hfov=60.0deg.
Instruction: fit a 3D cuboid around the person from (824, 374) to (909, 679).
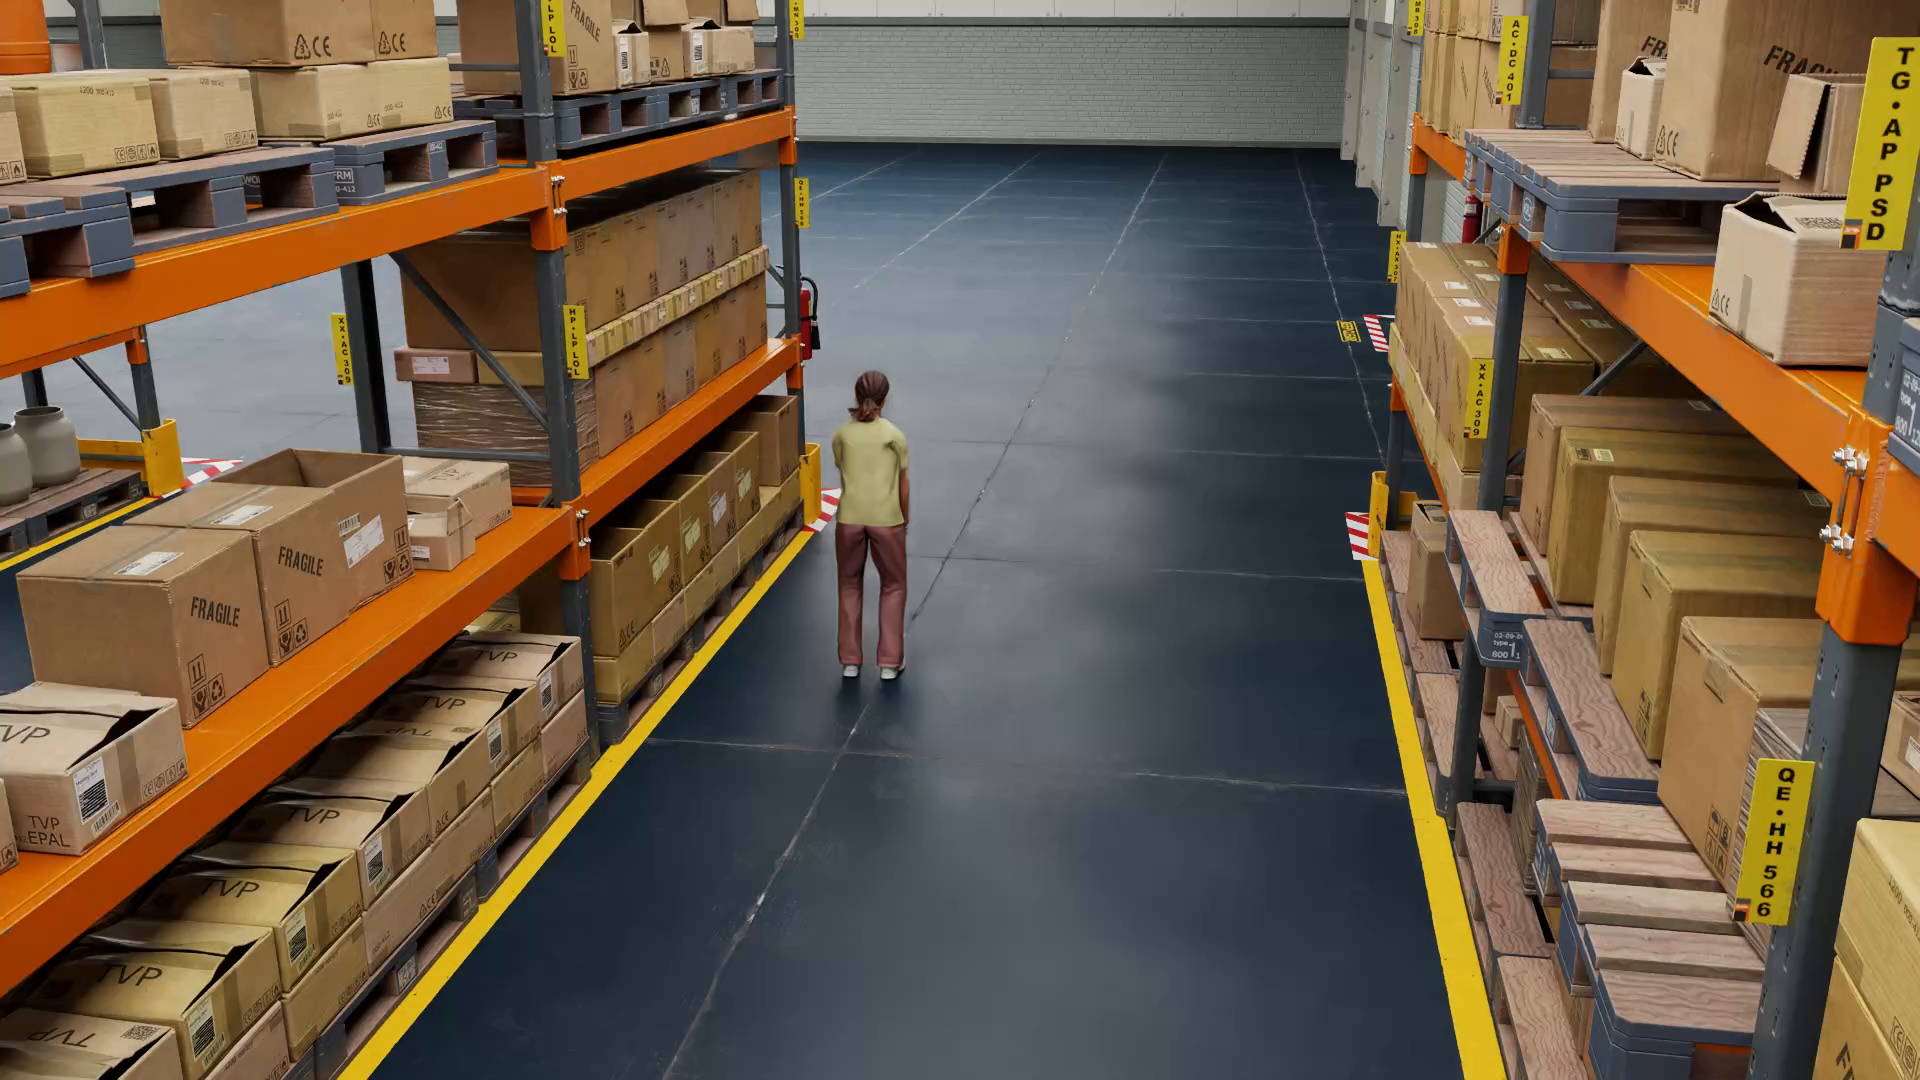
[{"bbox_3d":[-0.474,-0.086,8.872,0.425,1.644,0.550,3,18,9],"label":"person"}]
